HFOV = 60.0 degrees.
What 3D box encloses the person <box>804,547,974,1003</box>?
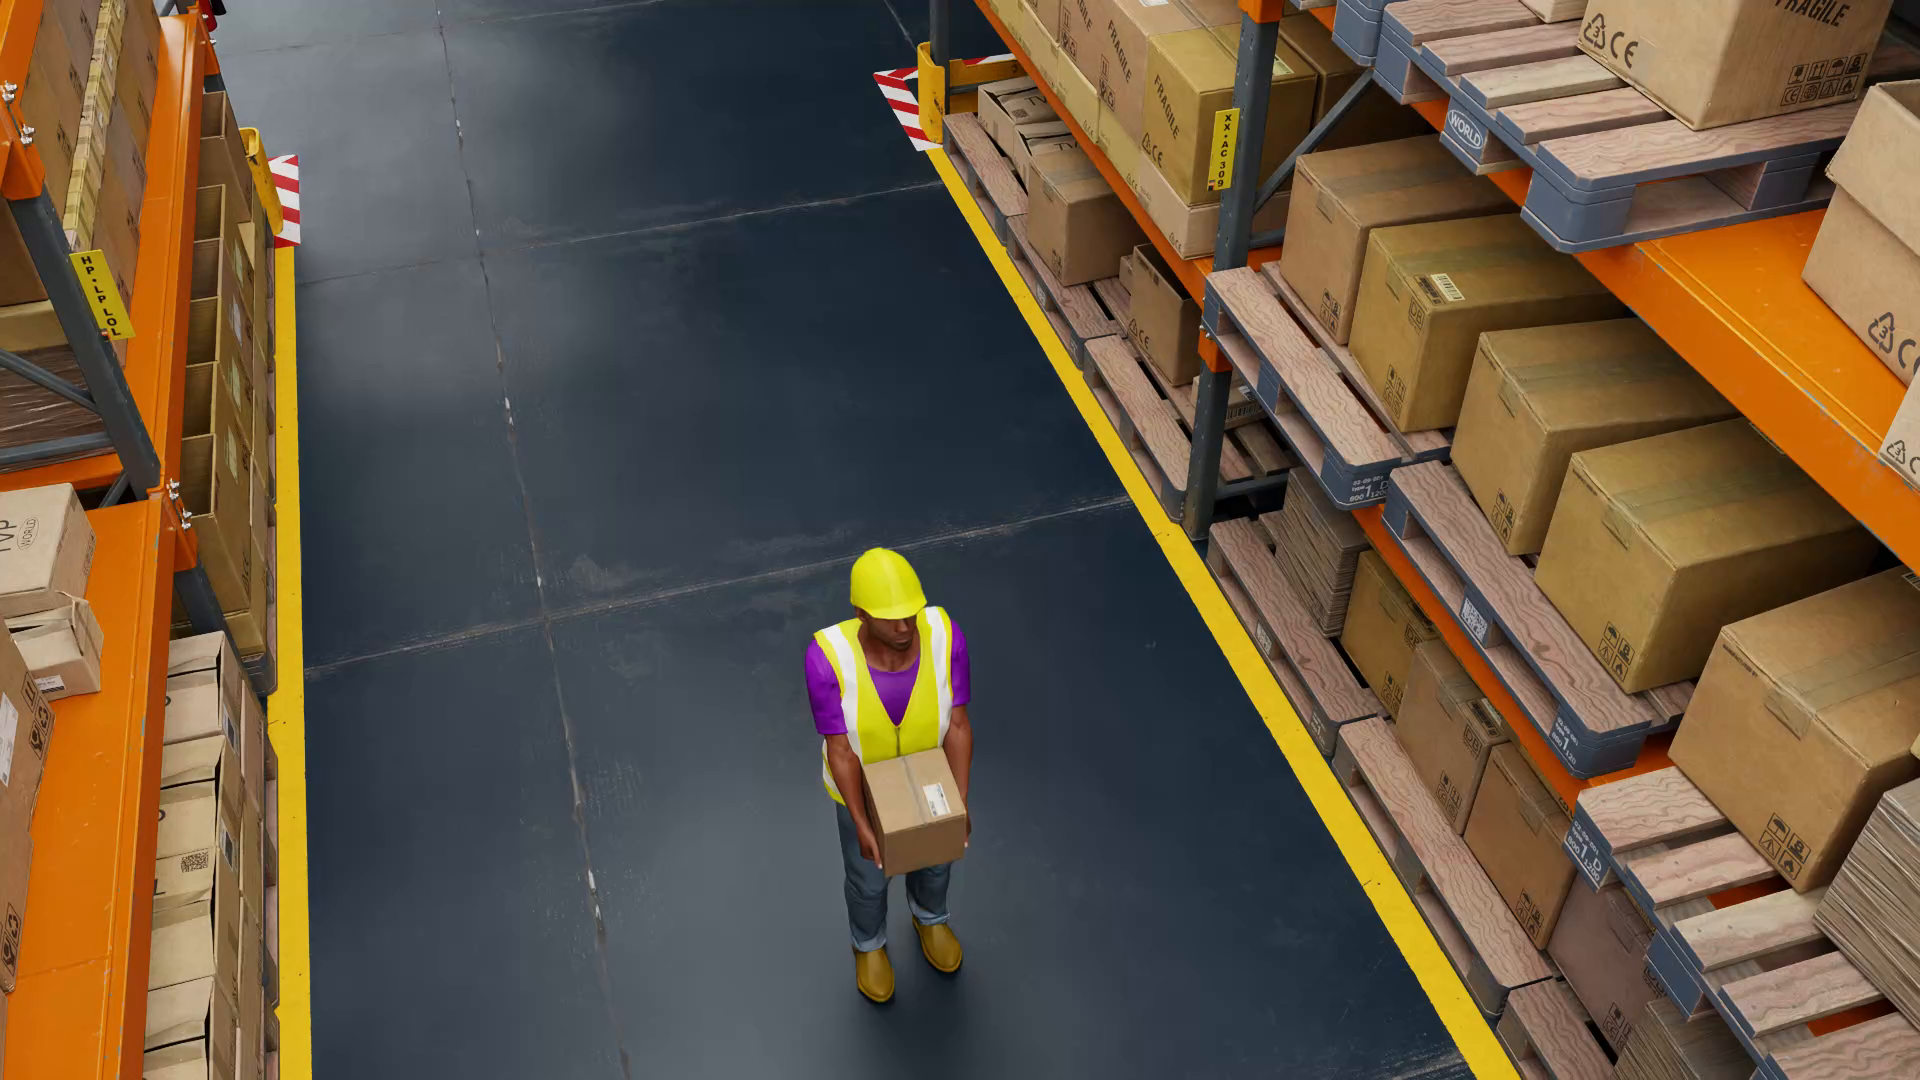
[{"bbox_3d":[-0.180,0.812,5.244,0.502,1.761,0.577,-12,43,-13],"label":"person"}]
